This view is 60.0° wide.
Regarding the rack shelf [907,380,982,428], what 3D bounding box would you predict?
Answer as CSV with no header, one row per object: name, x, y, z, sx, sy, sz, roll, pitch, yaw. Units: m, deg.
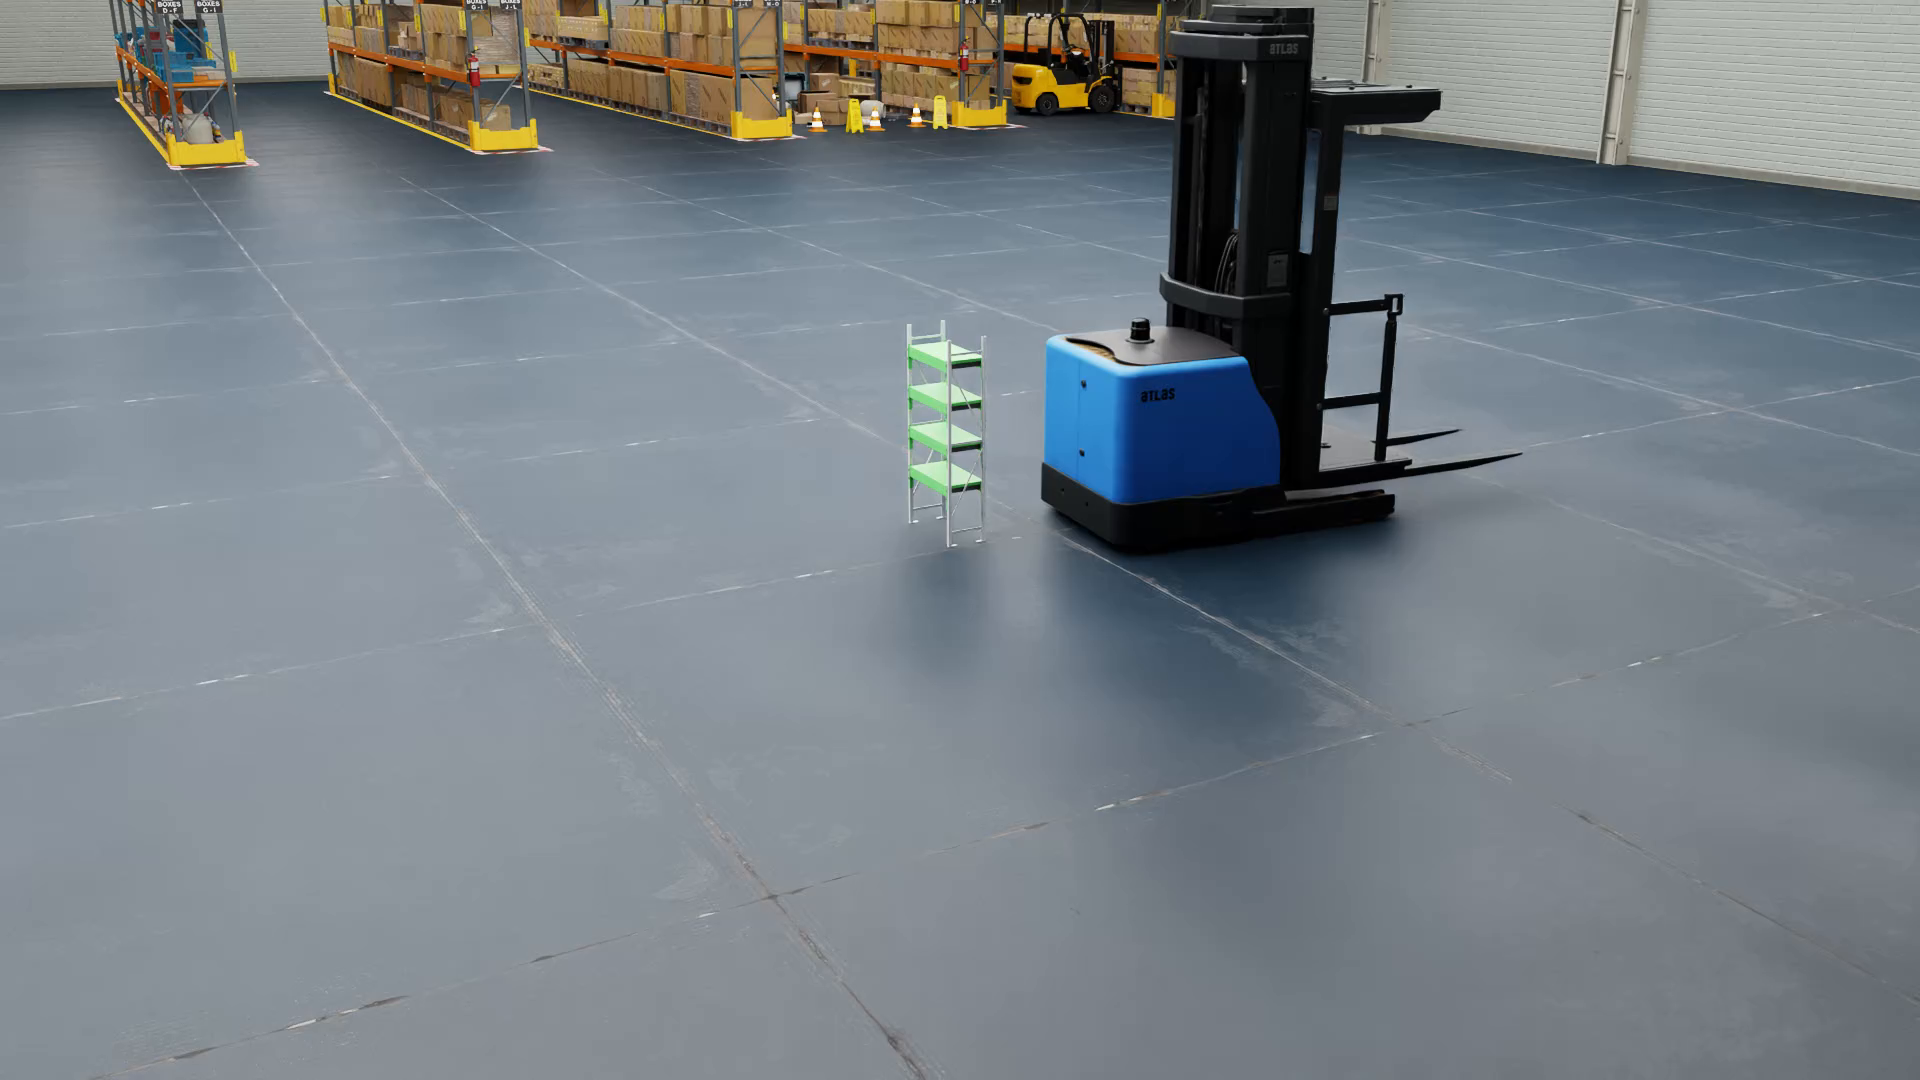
rack shelf,-0.079,-0.781,9.516,0.258,0.148,0.480,-10,21,-27

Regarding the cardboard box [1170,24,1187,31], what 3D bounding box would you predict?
cardboard box,4.874,-11.348,36.772,0.380,0.149,0.250,-11,22,-28

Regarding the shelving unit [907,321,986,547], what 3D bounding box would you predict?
shelving unit,-0.079,-0.615,9.573,0.258,1.200,0.503,-10,21,-27

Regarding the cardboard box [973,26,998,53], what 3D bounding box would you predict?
cardboard box,0.459,-10.454,34.718,0.500,0.500,0.500,-10,22,-27

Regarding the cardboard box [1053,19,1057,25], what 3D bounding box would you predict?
cardboard box,2.411,-12.494,40.093,0.380,0.149,0.250,-10,22,-27

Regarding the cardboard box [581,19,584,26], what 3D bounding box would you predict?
cardboard box,-8.785,-12.312,39.543,0.380,0.149,0.250,-10,21,-27

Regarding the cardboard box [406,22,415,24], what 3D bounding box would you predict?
cardboard box,-11.436,-10.801,35.536,0.700,0.500,0.500,-7,20,-19

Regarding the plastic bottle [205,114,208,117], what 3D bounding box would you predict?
plastic bottle,-13.889,-7.693,30.715,0.144,0.351,0.185,-11,22,-29

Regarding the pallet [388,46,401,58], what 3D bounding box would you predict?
pallet,-11.648,-10.570,35.958,1.213,0.211,1.003,-10,21,-27

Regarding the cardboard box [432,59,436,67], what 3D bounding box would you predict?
cardboard box,-10.093,-9.332,32.462,0.380,0.149,0.250,-10,21,-27

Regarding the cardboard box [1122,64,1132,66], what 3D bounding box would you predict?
cardboard box,3.793,-10.975,38.876,0.500,0.250,0.500,-10,21,-26

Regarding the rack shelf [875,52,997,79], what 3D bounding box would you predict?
rack shelf,-0.510,-10.321,36.046,1.077,0.370,4.000,-10,21,-27

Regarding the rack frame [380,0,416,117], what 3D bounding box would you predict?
rack frame,-12.081,-10.848,36.472,1.000,3.000,0.127,-10,21,-27

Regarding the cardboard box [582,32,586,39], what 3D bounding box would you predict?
cardboard box,-8.789,-12.032,39.644,0.380,0.149,0.250,-11,22,-29

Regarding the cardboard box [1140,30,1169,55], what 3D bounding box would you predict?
cardboard box,4.342,-11.005,36.771,0.500,0.500,0.500,-11,22,-28

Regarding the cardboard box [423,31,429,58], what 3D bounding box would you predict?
cardboard box,-10.022,-9.749,32.677,0.875,0.500,0.500,-10,21,-27

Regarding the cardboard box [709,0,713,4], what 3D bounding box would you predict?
cardboard box,-6.678,-14.724,46.017,0.500,0.500,0.500,-10,21,-27

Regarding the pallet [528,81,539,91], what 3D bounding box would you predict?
pallet,-11.076,-12.305,44.969,1.003,0.211,1.213,-10,21,-27

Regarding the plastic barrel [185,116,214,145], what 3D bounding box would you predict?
plastic barrel,-13.020,-6.984,28.443,0.421,0.512,0.421,0,19,0

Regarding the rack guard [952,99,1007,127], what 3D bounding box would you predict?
rack guard,0.404,-8.927,34.736,1.175,0.500,0.348,-10,21,-27

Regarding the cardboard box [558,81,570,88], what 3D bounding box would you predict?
cardboard box,-10.053,-11.647,42.512,0.380,0.149,0.250,-10,21,-26

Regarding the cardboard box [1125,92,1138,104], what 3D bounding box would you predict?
cardboard box,4.077,-9.986,37.543,0.500,0.250,0.500,-10,21,-27

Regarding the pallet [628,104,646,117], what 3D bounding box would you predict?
pallet,-6.784,-9.682,37.365,1.003,0.211,1.213,-10,21,-27

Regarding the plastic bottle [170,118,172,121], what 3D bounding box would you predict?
plastic bottle,-14.503,-7.626,30.622,0.061,0.283,0.133,-10,21,-27

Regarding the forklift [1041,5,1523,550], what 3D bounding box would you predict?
forklift,2.057,-1.631,9.863,3.031,2.935,1.130,-8,21,-22

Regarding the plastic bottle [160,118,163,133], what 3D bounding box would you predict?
plastic bottle,-14.775,-7.692,30.832,0.097,0.271,0.097,0,19,0

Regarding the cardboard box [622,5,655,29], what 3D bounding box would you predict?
cardboard box,-7.222,-11.832,37.637,0.700,0.500,0.500,-10,22,-27

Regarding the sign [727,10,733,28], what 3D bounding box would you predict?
sign,-4.353,-9.870,31.499,0.100,0.325,0.005,-10,21,-27

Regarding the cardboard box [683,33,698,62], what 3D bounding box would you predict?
cardboard box,-5.148,-10.079,34.011,0.875,0.550,0.550,-10,21,-27

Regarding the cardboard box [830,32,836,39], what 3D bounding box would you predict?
cardboard box,-2.879,-12.030,39.637,0.380,0.149,0.250,-9,21,-23

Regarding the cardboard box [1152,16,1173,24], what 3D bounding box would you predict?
cardboard box,4.451,-11.421,36.529,0.380,0.149,0.250,-10,21,-27

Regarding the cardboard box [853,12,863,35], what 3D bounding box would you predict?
cardboard box,-2.118,-11.861,38.152,0.500,0.500,0.500,-10,21,-26

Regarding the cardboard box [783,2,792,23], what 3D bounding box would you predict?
cardboard box,-4.086,-13.157,41.477,0.500,0.500,0.500,-10,21,-26

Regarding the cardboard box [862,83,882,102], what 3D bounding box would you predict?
cardboard box,-1.711,-10.342,38.388,0.950,0.372,0.625,-10,21,-26

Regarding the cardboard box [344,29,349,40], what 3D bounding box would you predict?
cardboard box,-14.669,-12.301,40.454,0.500,0.250,0.500,-9,21,-25

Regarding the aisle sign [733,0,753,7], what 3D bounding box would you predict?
aisle sign,-4.099,-10.453,31.341,0.394,0.787,0.004,-10,21,-27

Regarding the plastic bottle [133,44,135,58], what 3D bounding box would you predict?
plastic bottle,-17.550,-10.404,35.363,0.061,0.283,0.133,-10,21,-27

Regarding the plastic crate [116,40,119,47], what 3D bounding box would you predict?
plastic crate,-20.009,-11.860,39.715,0.250,0.136,0.298,-10,21,-27

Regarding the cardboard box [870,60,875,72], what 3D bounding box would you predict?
cardboard box,-2.213,-14.025,48.866,0.700,0.500,0.500,-9,21,-24

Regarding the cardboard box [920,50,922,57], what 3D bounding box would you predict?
cardboard box,-0.635,-10.484,35.801,0.380,0.149,0.250,-10,21,-27

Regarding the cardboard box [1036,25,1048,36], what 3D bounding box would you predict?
cardboard box,2.198,-12.418,40.485,0.500,0.250,0.500,-11,22,-28

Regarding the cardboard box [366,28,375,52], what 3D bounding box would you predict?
cardboard box,-13.255,-11.438,38.026,0.500,0.500,0.500,-10,21,-26

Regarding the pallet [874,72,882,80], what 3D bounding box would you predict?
pallet,-1.801,-13.531,48.522,1.003,0.211,1.213,-10,21,-27

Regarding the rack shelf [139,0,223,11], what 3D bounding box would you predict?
rack shelf,-13.590,-9.437,28.885,1.077,0.370,4.000,-10,21,-27

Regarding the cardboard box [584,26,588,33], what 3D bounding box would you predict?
cardboard box,-8.677,-12.103,39.392,0.380,0.149,0.250,-10,21,-27

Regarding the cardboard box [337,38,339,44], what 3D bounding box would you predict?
cardboard box,-15.389,-12.504,41.656,0.380,0.149,0.250,-10,22,-27

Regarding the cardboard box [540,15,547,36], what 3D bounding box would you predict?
cardboard box,-10.526,-13.311,42.999,0.500,0.500,0.500,-10,21,-27

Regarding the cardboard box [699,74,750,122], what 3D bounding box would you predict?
cardboard box,-4.668,-8.922,33.502,0.875,0.875,0.875,-10,22,-28

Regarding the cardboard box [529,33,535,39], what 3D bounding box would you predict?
cardboard box,-11.363,-13.469,44.453,0.380,0.149,0.250,-11,22,-28

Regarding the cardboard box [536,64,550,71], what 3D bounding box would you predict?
cardboard box,-11.082,-12.602,44.369,0.380,0.149,0.250,-11,22,-29

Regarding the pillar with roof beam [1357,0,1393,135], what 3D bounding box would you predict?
pillar with roof beam,4.329,-11.643,29.577,9.100,9.000,0.400,-10,21,-27

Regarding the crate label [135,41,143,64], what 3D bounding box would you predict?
crate label,-16.206,-9.771,33.295,0.502,0.435,0.616,-10,21,-27

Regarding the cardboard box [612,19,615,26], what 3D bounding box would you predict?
cardboard box,-8.084,-12.335,39.610,0.380,0.149,0.250,-11,22,-29

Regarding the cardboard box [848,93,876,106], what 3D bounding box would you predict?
cardboard box,-2.148,-9.536,36.497,0.500,0.500,0.500,4,19,11
